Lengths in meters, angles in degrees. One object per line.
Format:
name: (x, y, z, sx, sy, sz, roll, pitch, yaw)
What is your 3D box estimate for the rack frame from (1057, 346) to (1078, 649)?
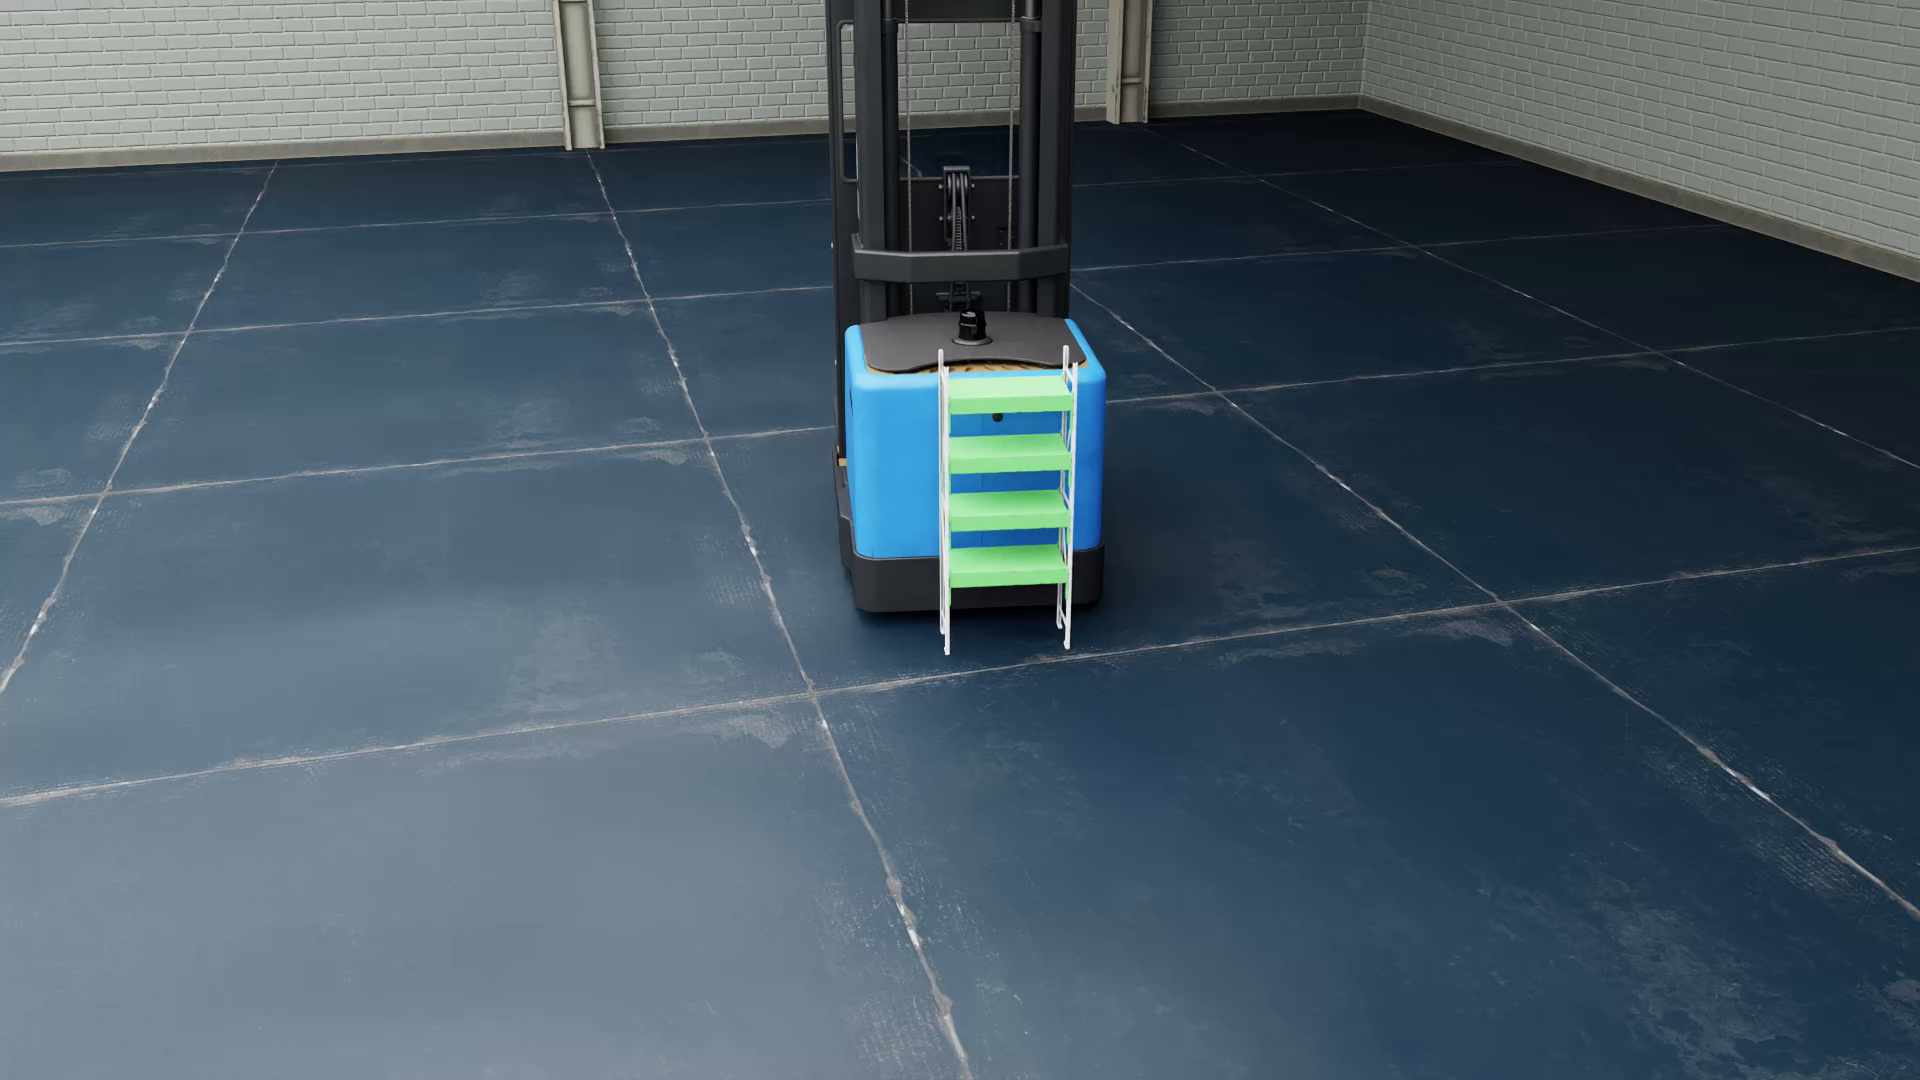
rack frame: (0.423, -0.157, 6.594, 0.015, 1.200, 0.240, -2, 23, -5)

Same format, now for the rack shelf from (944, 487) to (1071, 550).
rack shelf: (0.180, -0.088, 6.596, 0.480, 0.148, 0.258, -2, 23, -5)

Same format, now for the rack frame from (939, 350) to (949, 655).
rack frame: (-0.062, -0.137, 6.547, 0.015, 1.200, 0.240, -2, 23, -5)

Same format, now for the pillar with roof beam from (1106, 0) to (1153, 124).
pillar with roof beam: (3.044, -7.229, 13.185, 0.400, 9.000, 9.100, -6, 24, -14)

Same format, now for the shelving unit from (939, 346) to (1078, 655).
shelving unit: (0.180, -0.147, 6.570, 0.503, 1.200, 0.258, -2, 23, -5)

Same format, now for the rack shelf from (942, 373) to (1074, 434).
rack shelf: (0.180, -0.529, 6.406, 0.480, 0.148, 0.258, -2, 23, -5)

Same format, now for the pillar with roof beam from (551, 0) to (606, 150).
pillar with roof beam: (-2.733, -6.590, 11.695, 0.400, 9.000, 9.100, -6, 24, -14)

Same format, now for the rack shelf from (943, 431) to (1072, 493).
rack shelf: (0.180, -0.309, 6.501, 0.480, 0.148, 0.258, -2, 23, -5)

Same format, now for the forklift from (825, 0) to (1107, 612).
forklift: (-0.065, -1.592, 7.743, 1.130, 2.935, 3.031, -2, 23, -5)

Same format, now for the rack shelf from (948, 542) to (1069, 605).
rack shelf: (0.180, 0.132, 6.690, 0.480, 0.148, 0.258, -2, 23, -5)
